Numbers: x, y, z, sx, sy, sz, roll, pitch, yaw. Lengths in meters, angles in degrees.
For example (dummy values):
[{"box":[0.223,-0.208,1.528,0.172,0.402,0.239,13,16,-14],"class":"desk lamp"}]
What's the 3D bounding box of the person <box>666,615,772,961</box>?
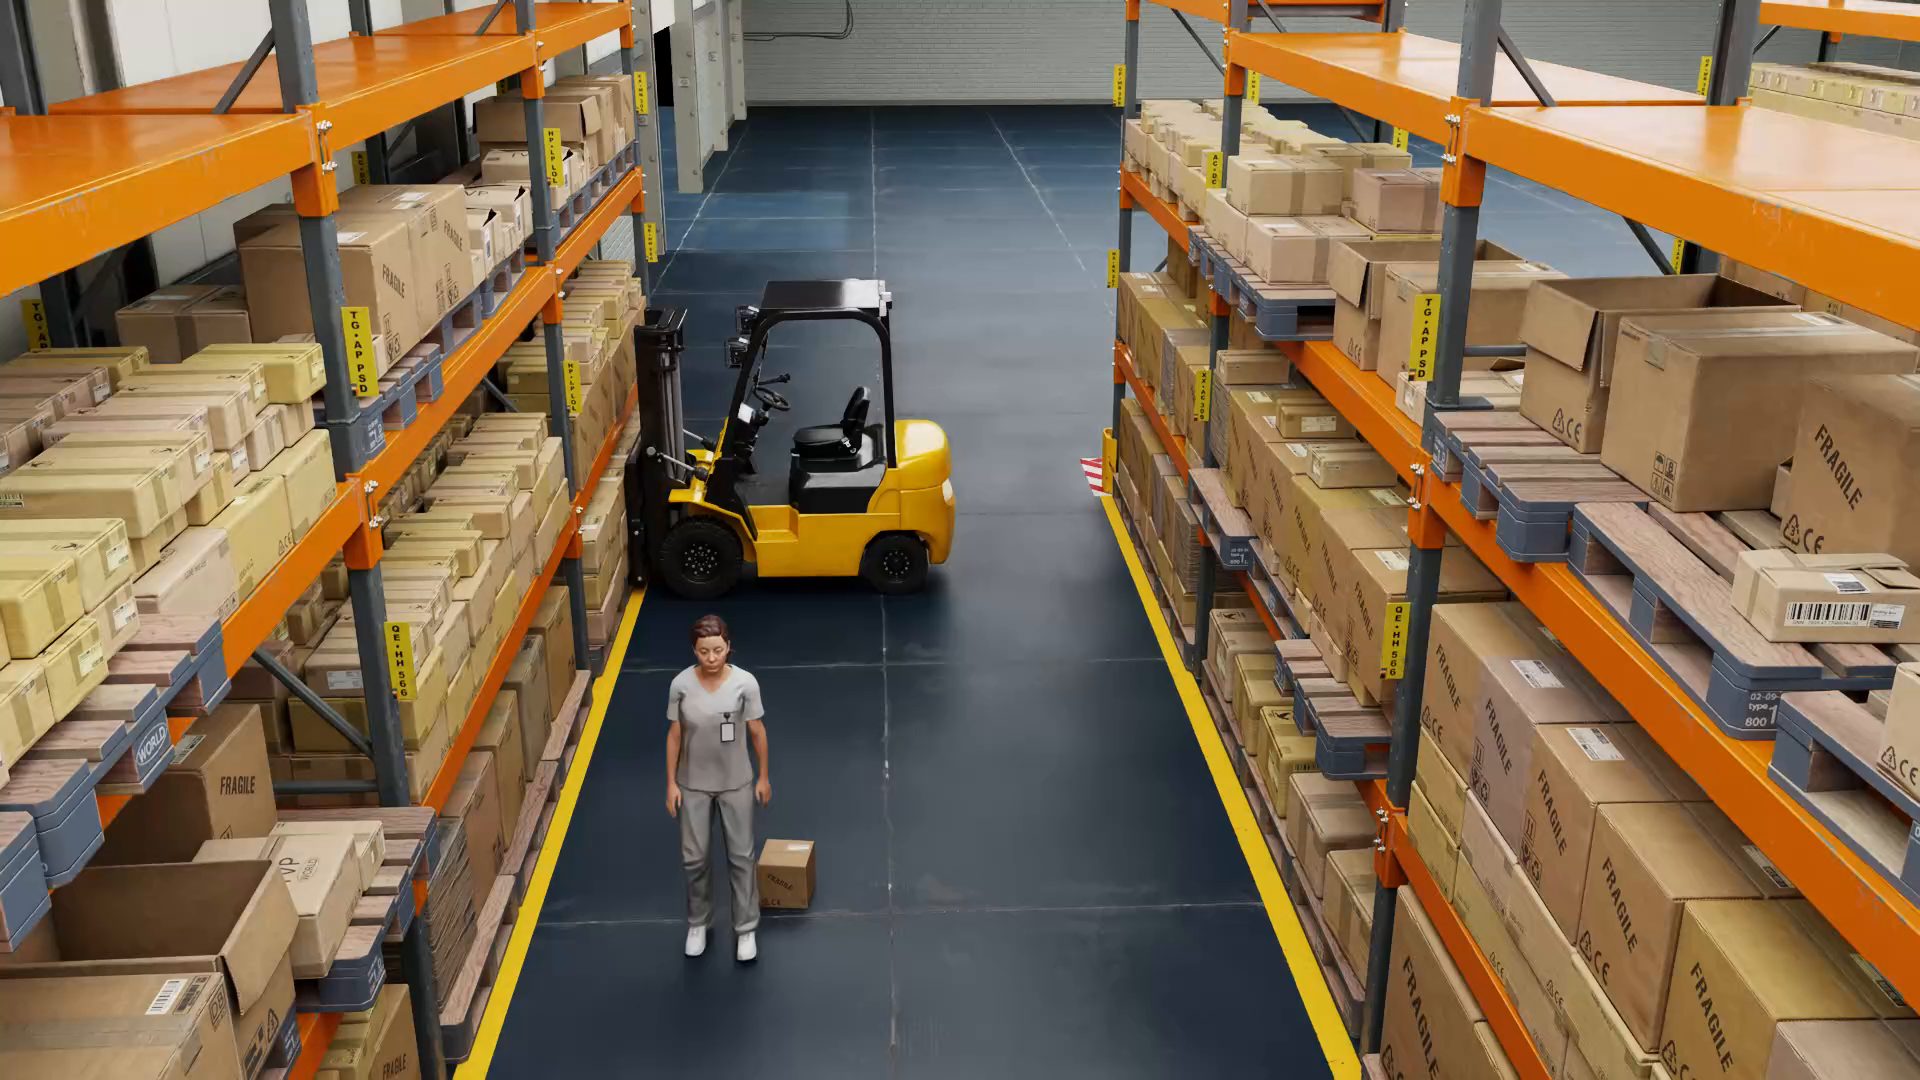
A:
[{"box":[-1.147,1.173,7.901,0.492,1.690,0.480,-1,20,-2],"class":"person"}]
